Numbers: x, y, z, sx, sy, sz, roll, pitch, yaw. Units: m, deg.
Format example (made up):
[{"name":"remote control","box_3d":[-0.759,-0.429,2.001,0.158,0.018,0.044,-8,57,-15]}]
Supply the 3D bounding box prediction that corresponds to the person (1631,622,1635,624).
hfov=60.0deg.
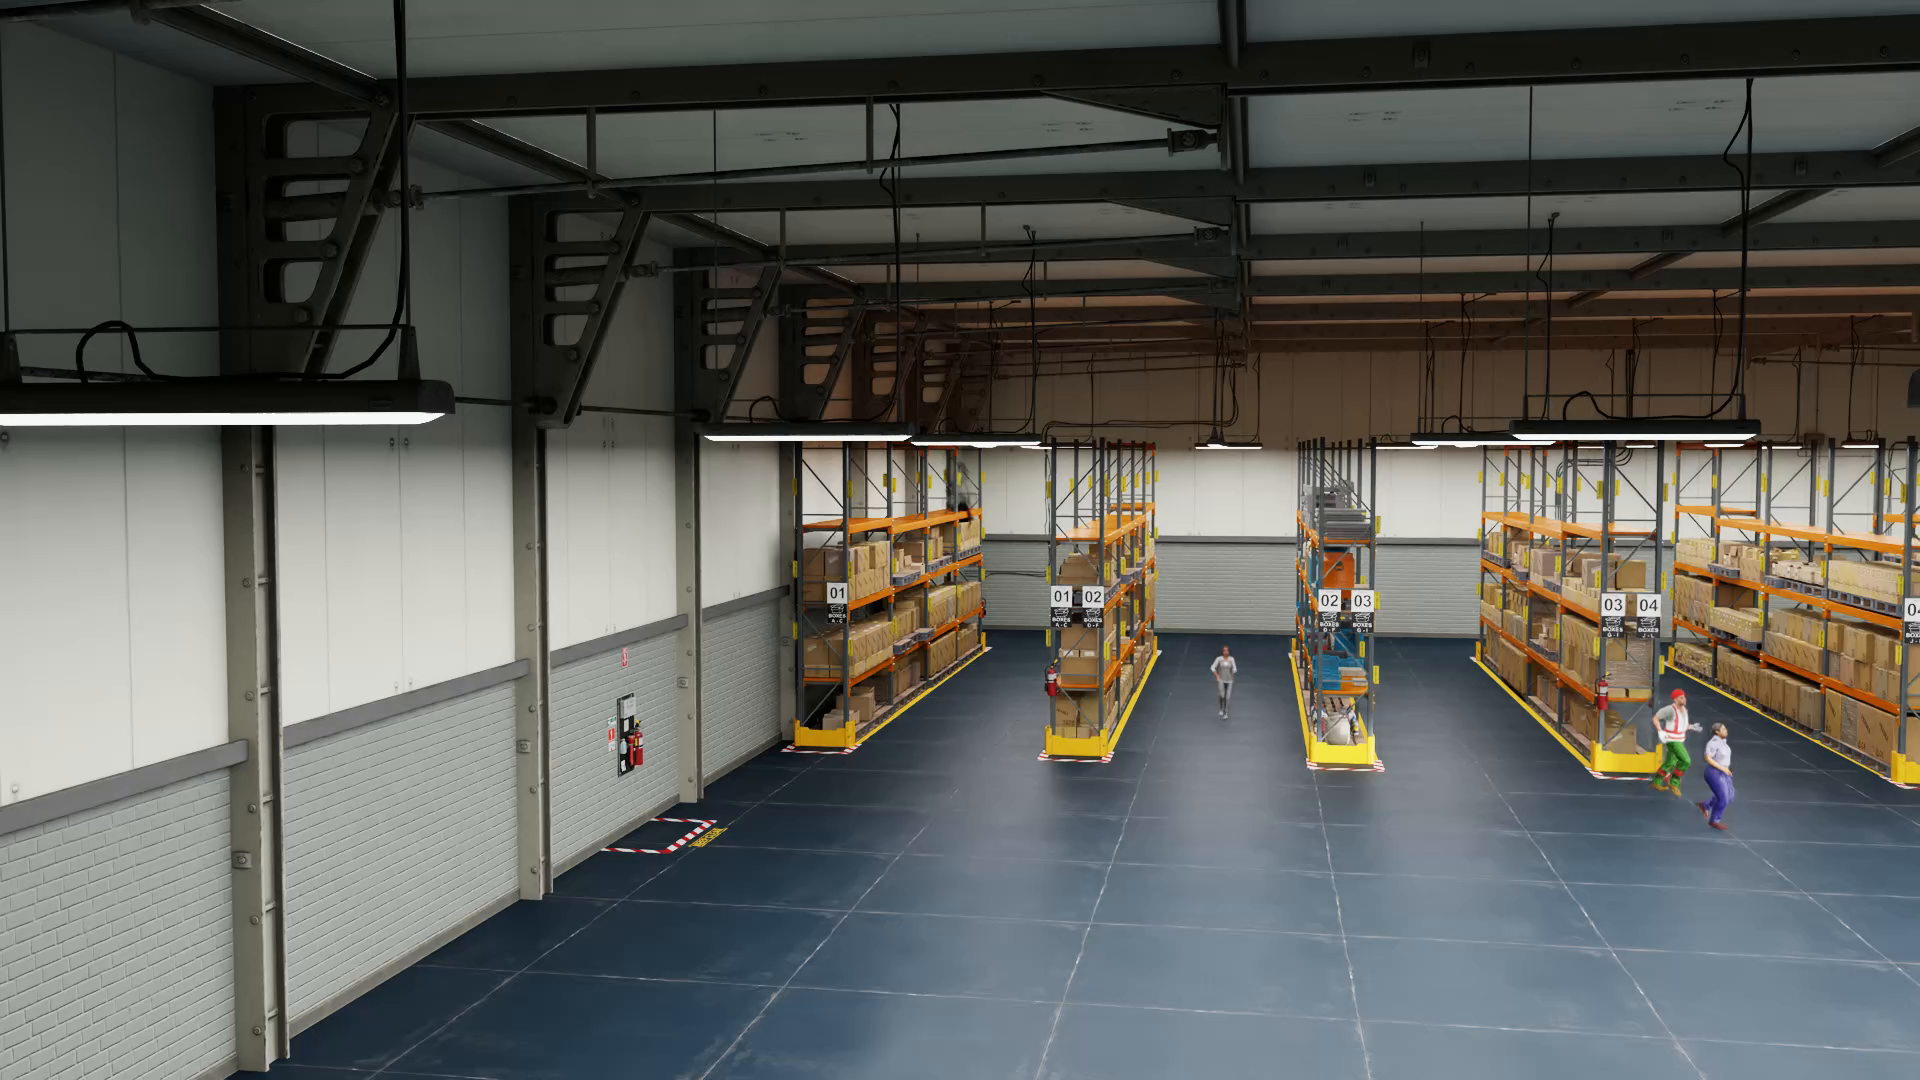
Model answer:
[{"name":"person","box_3d":[17.989,2.459,45.150,0.896,1.727,0.711,-2,4,-37]}]

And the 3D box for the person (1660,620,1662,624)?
[{"name":"person","box_3d":[18.748,2.489,45.412,0.913,1.657,0.642,-2,3,-27]}]

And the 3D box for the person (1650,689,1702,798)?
[{"name":"person","box_3d":[11.926,3.369,27.731,0.603,1.784,0.811,-2,4,-39]}]

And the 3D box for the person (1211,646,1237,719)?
[{"name":"person","box_3d":[5.655,3.047,35.483,0.522,1.569,0.592,0,3,0]}]

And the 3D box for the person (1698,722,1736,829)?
[{"name":"person","box_3d":[11.514,3.587,25.334,0.530,1.604,0.610,3,4,41]}]
